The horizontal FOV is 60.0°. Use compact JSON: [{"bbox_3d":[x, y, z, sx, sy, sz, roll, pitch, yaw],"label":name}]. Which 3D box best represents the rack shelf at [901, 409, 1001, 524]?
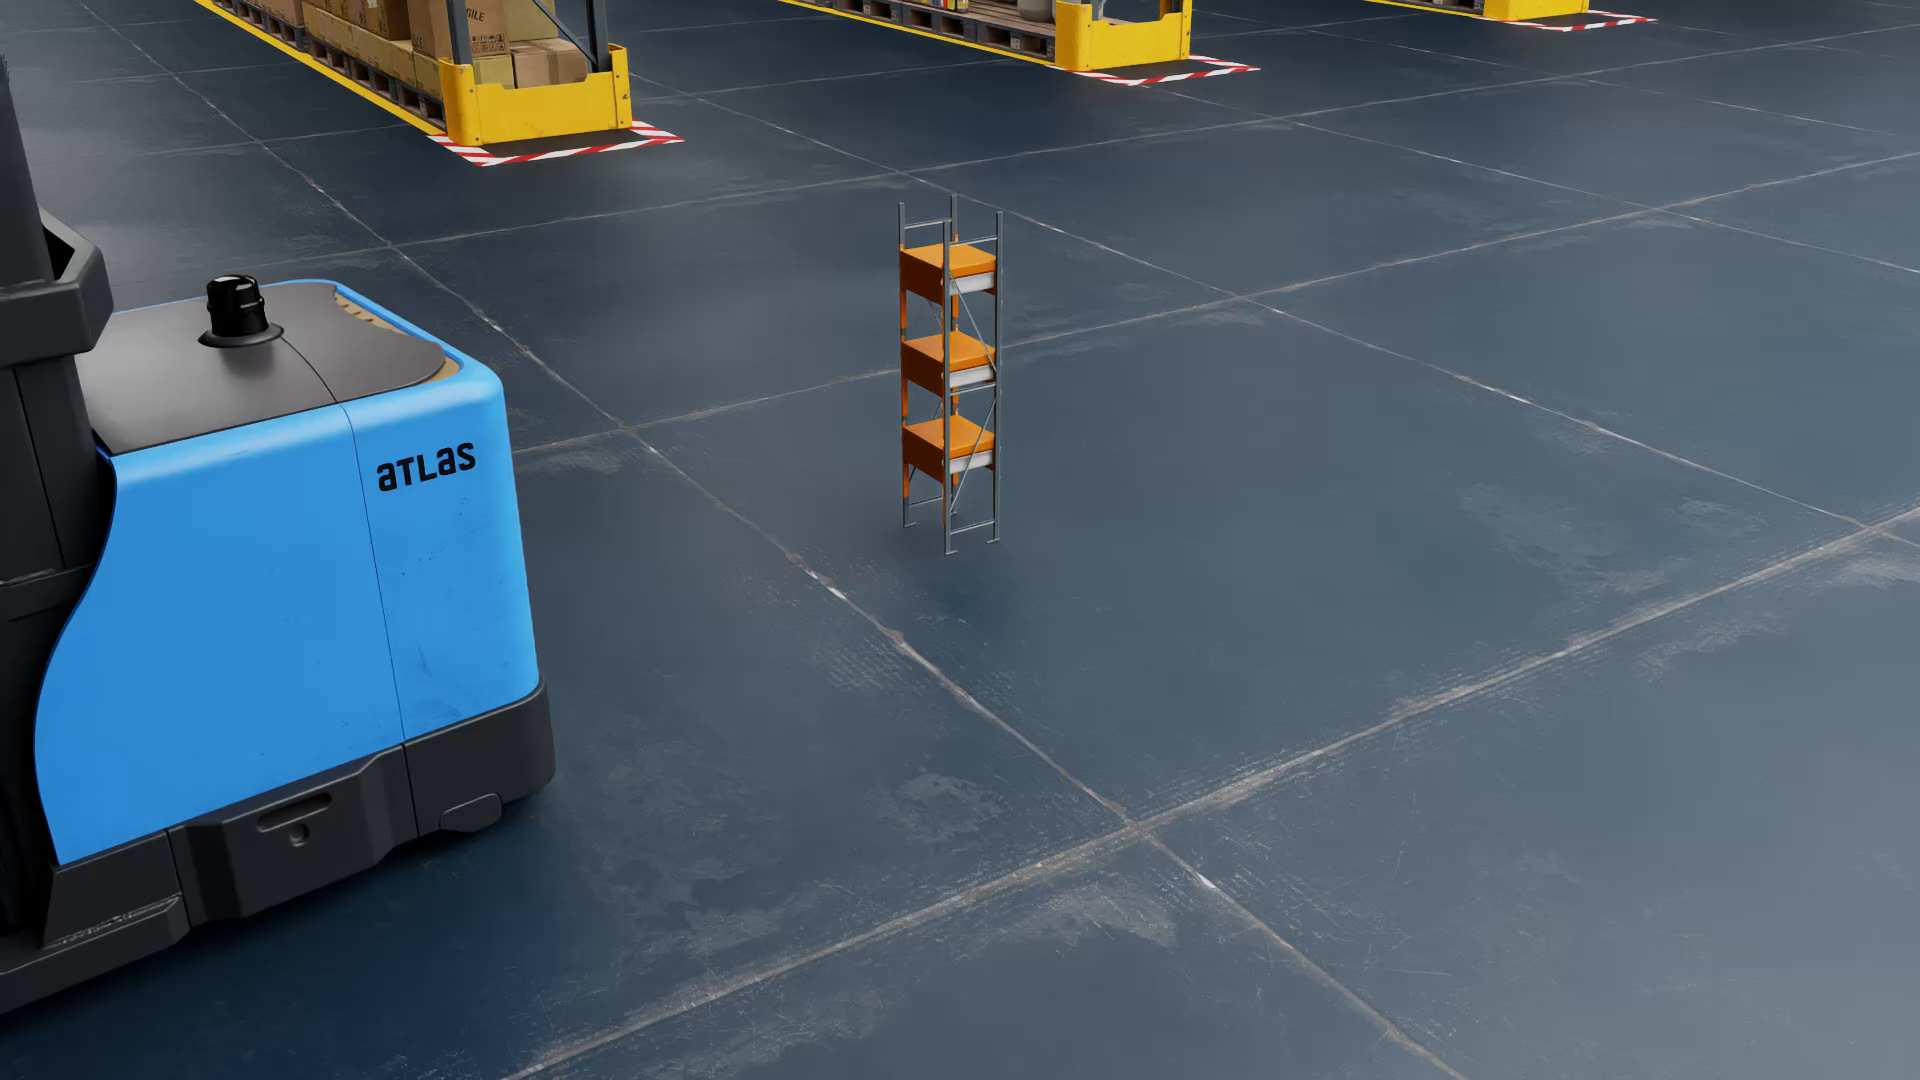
[{"bbox_3d":[-0.029,-0.233,5.190,0.215,0.259,0.240,-16,29,-30],"label":"rack shelf"}]

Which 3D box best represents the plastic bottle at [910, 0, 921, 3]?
[{"bbox_3d":[-0.362,-5.025,14.968,0.144,0.351,0.185,-16,30,-30],"label":"plastic bottle"}]

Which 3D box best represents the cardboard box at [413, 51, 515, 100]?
[{"bbox_3d":[-3.299,-3.115,11.063,0.500,0.250,0.500,-16,29,-30],"label":"cardboard box"}]

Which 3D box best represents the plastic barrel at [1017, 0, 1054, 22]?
[{"bbox_3d":[0.697,-4.660,14.030,0.421,0.512,0.421,0,25,0],"label":"plastic barrel"}]

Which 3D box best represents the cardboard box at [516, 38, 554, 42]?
[{"bbox_3d":[-3.141,-3.413,11.696,0.500,0.250,0.500,-16,29,-30],"label":"cardboard box"}]

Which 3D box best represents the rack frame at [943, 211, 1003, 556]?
[{"bbox_3d":[0.037,-0.450,4.974,0.200,1.050,0.008,-16,29,-30],"label":"rack frame"}]

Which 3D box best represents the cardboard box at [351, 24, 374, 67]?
[{"bbox_3d":[-4.128,-3.648,12.194,0.500,0.250,0.500,-16,29,-30],"label":"cardboard box"}]

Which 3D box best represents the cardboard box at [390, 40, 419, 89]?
[{"bbox_3d":[-3.582,-3.291,11.436,0.500,0.250,0.500,-16,29,-30],"label":"cardboard box"}]

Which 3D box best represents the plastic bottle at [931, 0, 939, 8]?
[{"bbox_3d":[-0.167,-4.866,14.720,0.152,0.276,0.135,-16,30,-31],"label":"plastic bottle"}]

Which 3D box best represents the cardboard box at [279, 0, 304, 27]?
[{"bbox_3d":[-5.412,-4.503,14.004,0.500,0.250,0.500,-16,30,-30],"label":"cardboard box"}]

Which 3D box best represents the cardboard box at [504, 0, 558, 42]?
[{"bbox_3d":[-3.140,-3.753,11.537,0.500,0.500,0.500,-16,29,-30],"label":"cardboard box"}]

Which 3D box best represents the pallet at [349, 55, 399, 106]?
[{"bbox_3d":[-3.873,-3.484,12.383,1.003,0.211,1.213,-16,29,-30],"label":"pallet"}]

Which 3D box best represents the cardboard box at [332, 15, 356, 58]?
[{"bbox_3d":[-4.406,-3.826,12.569,0.500,0.250,0.500,-16,29,-30],"label":"cardboard box"}]

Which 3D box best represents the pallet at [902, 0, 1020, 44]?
[{"bbox_3d":[0.212,-4.681,14.919,1.003,0.211,1.213,-16,29,-30],"label":"pallet"}]

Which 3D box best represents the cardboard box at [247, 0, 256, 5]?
[{"bbox_3d":[-6.242,-5.050,15.162,0.500,0.250,0.500,-15,29,-29],"label":"cardboard box"}]

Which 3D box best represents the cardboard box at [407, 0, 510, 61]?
[{"bbox_3d":[-3.301,-3.453,10.902,0.500,0.500,0.500,-16,29,-30],"label":"cardboard box"}]

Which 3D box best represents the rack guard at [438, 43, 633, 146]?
[{"bbox_3d":[-2.746,-2.906,10.821,1.175,0.500,0.348,-16,29,-30],"label":"rack guard"}]

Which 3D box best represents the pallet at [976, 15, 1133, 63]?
[{"bbox_3d":[0.874,-4.245,13.995,1.003,0.211,1.213,-16,29,-30],"label":"pallet"}]

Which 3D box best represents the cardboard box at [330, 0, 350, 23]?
[{"bbox_3d":[-4.406,-4.165,12.410,0.500,0.500,0.500,-16,29,-30],"label":"cardboard box"}]

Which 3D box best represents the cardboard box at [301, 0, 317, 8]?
[{"bbox_3d":[-4.952,-4.523,13.167,0.500,0.500,0.500,-16,29,-30],"label":"cardboard box"}]

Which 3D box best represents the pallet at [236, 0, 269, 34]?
[{"bbox_3d":[-6.047,-4.906,15.395,1.003,0.211,1.213,-16,29,-30],"label":"pallet"}]

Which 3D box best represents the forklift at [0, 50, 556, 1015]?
[{"bbox_3d":[-2.405,-0.459,2.789,3.031,2.935,1.130,-20,32,-36],"label":"forklift"}]

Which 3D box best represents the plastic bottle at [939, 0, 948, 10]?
[{"bbox_3d":[-0.091,-4.817,14.615,0.152,0.276,0.135,-15,29,-29],"label":"plastic bottle"}]

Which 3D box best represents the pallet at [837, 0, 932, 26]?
[{"bbox_3d":[-0.458,-5.118,15.844,1.003,0.211,1.213,-16,29,-30],"label":"pallet"}]

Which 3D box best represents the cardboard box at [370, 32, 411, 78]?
[{"bbox_3d":[-3.857,-3.469,11.814,0.500,0.250,0.500,-16,29,-30],"label":"cardboard box"}]

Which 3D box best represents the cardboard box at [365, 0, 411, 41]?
[{"bbox_3d":[-3.859,-3.808,11.652,0.500,0.500,0.500,-16,29,-30],"label":"cardboard box"}]

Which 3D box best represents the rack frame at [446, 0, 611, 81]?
[{"bbox_3d":[-2.759,-4.045,10.305,1.000,3.000,0.127,-16,29,-30],"label":"rack frame"}]

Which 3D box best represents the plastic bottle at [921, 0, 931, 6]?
[{"bbox_3d":[-0.261,-4.958,14.827,0.144,0.351,0.185,-14,29,-27],"label":"plastic bottle"}]

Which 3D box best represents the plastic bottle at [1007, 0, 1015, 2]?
[{"bbox_3d":[0.478,-5.007,15.023,0.097,0.271,0.097,0,25,0],"label":"plastic bottle"}]

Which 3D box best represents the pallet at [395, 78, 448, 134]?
[{"bbox_3d":[-3.211,-3.048,11.459,1.003,0.211,1.213,-16,29,-30],"label":"pallet"}]

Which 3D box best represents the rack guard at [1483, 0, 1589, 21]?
[{"bbox_3d":[5.502,-5.249,15.784,1.175,0.500,0.348,-16,29,-30],"label":"rack guard"}]

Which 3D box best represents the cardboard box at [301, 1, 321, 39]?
[{"bbox_3d":[-4.943,-4.186,13.332,0.500,0.250,0.500,-16,29,-30],"label":"cardboard box"}]

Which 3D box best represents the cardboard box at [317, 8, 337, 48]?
[{"bbox_3d":[-4.675,-4.006,12.951,0.500,0.250,0.500,-16,29,-30],"label":"cardboard box"}]

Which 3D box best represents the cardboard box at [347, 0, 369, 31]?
[{"bbox_3d":[-4.131,-3.987,12.032,0.500,0.500,0.500,-16,29,-30],"label":"cardboard box"}]

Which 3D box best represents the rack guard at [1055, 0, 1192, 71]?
[{"bbox_3d":[1.313,-4.084,13.316,1.175,0.500,0.348,-16,29,-30],"label":"rack guard"}]

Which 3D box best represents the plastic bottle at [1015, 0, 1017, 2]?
[{"bbox_3d":[0.557,-4.975,14.942,0.061,0.283,0.133,-15,29,-29],"label":"plastic bottle"}]

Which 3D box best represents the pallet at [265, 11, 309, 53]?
[{"bbox_3d":[-5.377,-4.469,14.470,1.003,0.211,1.213,-16,29,-30],"label":"pallet"}]

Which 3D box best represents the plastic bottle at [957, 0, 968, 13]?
[{"bbox_3d":[0.024,-4.686,14.426,0.097,0.201,0.097,0,25,0],"label":"plastic bottle"}]

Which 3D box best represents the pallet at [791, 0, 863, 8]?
[{"bbox_3d":[-1.251,-5.640,16.949,1.003,0.211,1.213,-16,29,-30],"label":"pallet"}]

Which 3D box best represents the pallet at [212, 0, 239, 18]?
[{"bbox_3d":[-6.709,-5.342,16.319,1.003,0.211,1.213,-16,29,-30],"label":"pallet"}]

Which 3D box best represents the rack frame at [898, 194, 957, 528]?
[{"bbox_3d":[-0.096,-0.538,5.159,0.200,1.050,0.008,-16,29,-30],"label":"rack frame"}]

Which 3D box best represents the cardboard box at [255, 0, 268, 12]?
[{"bbox_3d":[-5.966,-4.867,14.776,0.500,0.250,0.500,-15,29,-28],"label":"cardboard box"}]

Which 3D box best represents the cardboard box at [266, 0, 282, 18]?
[{"bbox_3d":[-5.686,-4.684,14.388,0.500,0.250,0.500,-16,30,-30],"label":"cardboard box"}]

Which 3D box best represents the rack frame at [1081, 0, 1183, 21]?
[{"bbox_3d":[1.393,-5.198,12.748,1.000,3.000,0.127,-16,29,-30],"label":"rack frame"}]

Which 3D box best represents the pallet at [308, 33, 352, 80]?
[{"bbox_3d":[-4.543,-3.921,13.308,1.003,0.211,1.213,-16,29,-30],"label":"pallet"}]

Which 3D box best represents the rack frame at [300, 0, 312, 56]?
[{"bbox_3d":[-4.942,-5.476,13.336,1.000,3.000,0.127,-16,29,-30],"label":"rack frame"}]

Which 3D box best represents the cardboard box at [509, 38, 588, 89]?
[{"bbox_3d":[-2.865,-3.235,11.319,0.500,0.250,0.500,-16,29,-30],"label":"cardboard box"}]

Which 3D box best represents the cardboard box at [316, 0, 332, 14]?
[{"bbox_3d":[-4.672,-4.346,12.792,0.500,0.500,0.500,-16,29,-30],"label":"cardboard box"}]

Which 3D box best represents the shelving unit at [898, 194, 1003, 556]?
[{"bbox_3d":[-0.029,-0.494,5.066,0.215,1.050,0.252,-16,29,-30],"label":"shelving unit"}]

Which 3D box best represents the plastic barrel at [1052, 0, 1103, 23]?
[{"bbox_3d":[0.970,-4.481,13.650,0.421,0.512,0.421,0,25,0],"label":"plastic barrel"}]

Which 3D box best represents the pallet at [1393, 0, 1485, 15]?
[{"bbox_3d":[5.088,-5.417,16.479,1.003,0.211,1.213,-16,29,-30],"label":"pallet"}]

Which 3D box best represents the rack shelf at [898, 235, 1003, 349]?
[{"bbox_3d":[-0.029,-0.741,4.950,0.215,0.259,0.240,-16,29,-30],"label":"rack shelf"}]

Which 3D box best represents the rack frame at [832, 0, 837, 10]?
[{"bbox_3d":[-0.790,-6.629,15.778,1.000,3.000,0.127,-16,29,-30],"label":"rack frame"}]

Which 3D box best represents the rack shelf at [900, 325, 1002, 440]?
[{"bbox_3d":[-0.029,-0.484,5.071,0.215,0.259,0.240,-16,29,-30],"label":"rack shelf"}]

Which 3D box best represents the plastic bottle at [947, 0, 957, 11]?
[{"bbox_3d":[-0.055,-4.761,14.488,0.061,0.283,0.133,-15,29,-28],"label":"plastic bottle"}]
